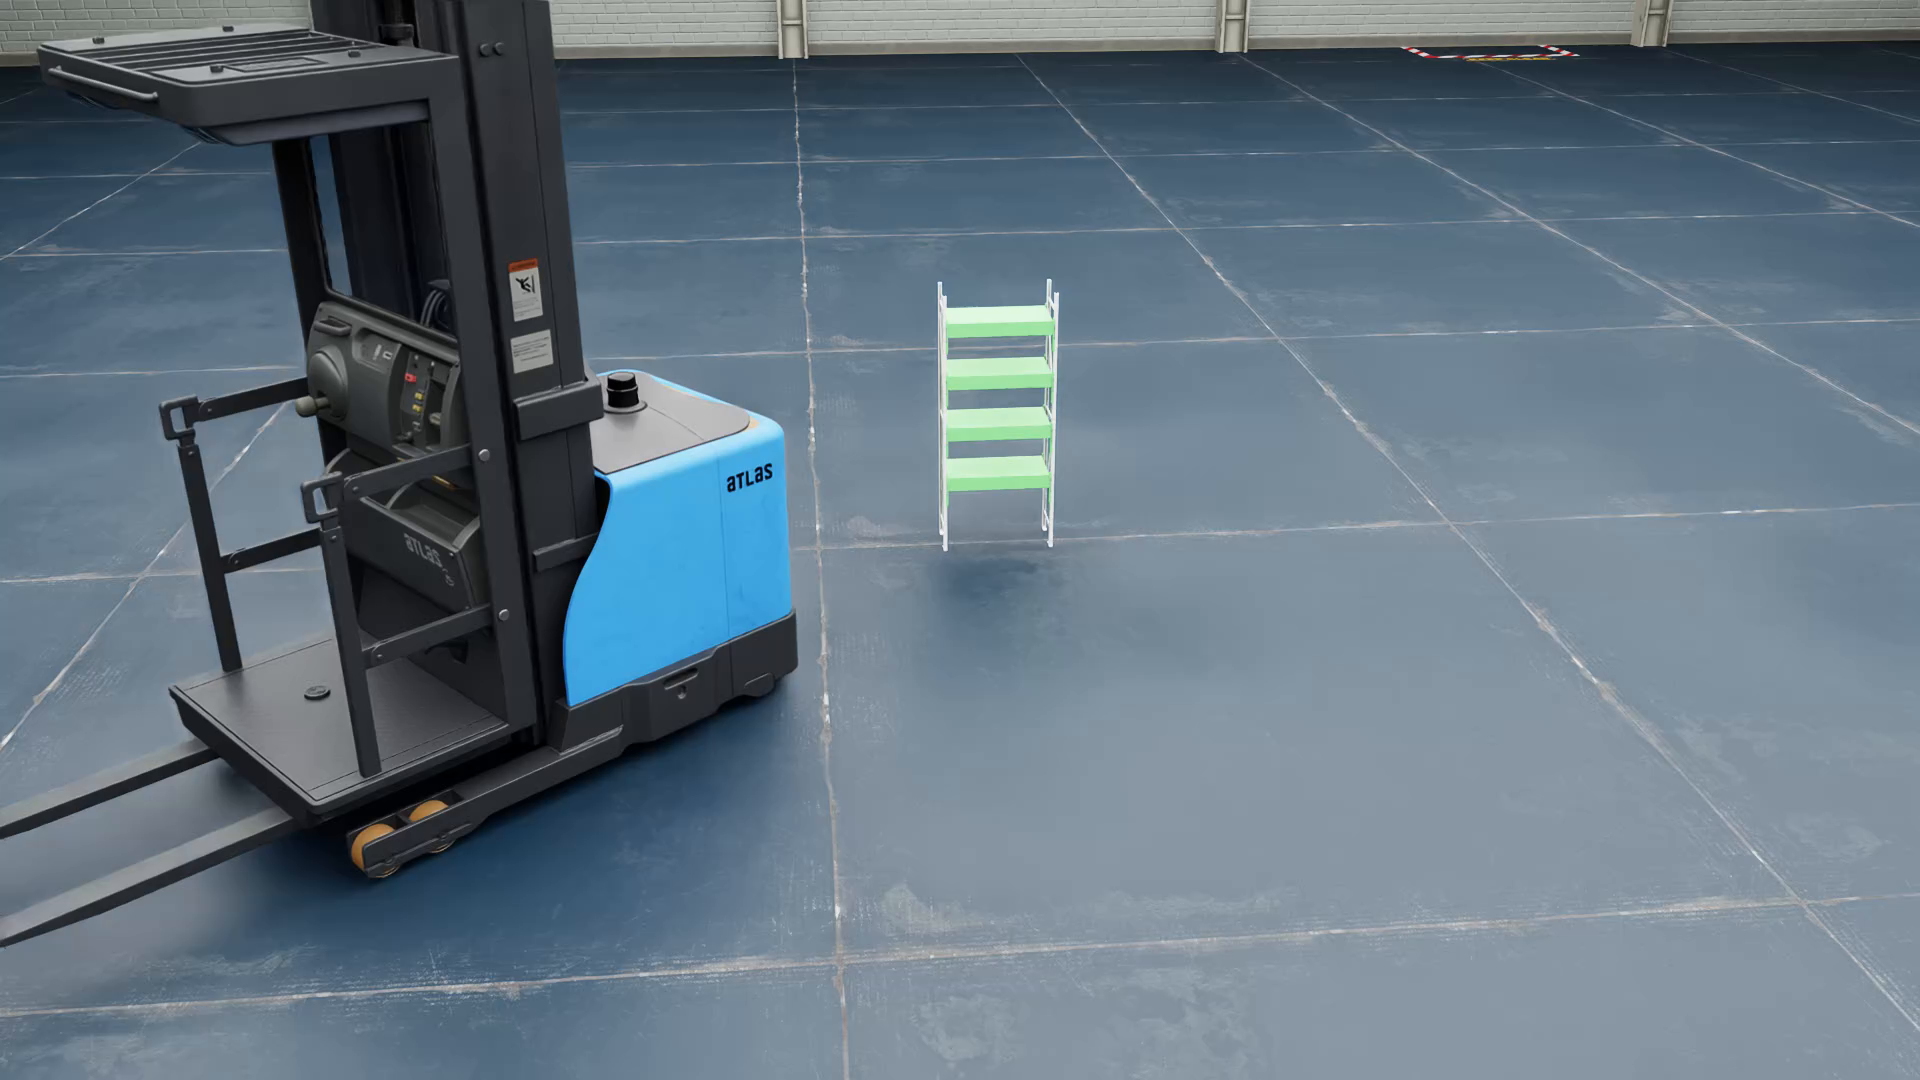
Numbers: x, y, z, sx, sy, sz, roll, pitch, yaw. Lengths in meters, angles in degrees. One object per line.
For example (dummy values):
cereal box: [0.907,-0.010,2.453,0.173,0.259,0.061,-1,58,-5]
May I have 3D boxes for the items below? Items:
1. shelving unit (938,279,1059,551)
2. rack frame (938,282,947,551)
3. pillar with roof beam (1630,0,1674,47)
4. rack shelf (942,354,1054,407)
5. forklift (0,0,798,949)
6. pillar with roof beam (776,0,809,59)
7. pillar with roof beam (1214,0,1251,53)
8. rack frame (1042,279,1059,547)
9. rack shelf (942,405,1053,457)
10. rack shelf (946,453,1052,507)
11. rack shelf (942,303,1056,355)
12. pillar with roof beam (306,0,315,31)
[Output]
shelving unit: [0.165,-0.555,7.521,0.503,1.200,0.258,-2,24,-5]
rack frame: [-0.078,-0.545,7.499,0.015,1.200,0.240,-2,24,-5]
pillar with roof beam: [10.124,-9.353,17.713,0.400,9.000,9.100,-2,24,-5]
rack shelf: [0.165,-0.716,7.450,0.480,0.148,0.258,-2,24,-5]
forklift: [-2.018,-0.495,5.255,1.130,2.935,3.031,22,32,40]
pillar with roof beam: [-1.818,-8.874,16.635,0.400,9.000,9.100,-2,24,-5]
pillar with roof beam: [4.153,-9.113,17.174,0.400,9.000,9.100,-2,24,-5]
rack frame: [0.408,-0.565,7.543,0.015,1.200,0.240,-2,24,-5]
rack shelf: [0.165,-0.496,7.547,0.480,0.148,0.258,-2,24,-5]
rack shelf: [0.165,-0.277,7.645,0.480,0.148,0.258,-2,24,-5]
rack shelf: [0.165,-0.935,7.352,0.480,0.148,0.258,-2,24,-5]
pillar with roof beam: [-7.789,-8.634,16.096,0.400,9.000,9.100,-2,24,-5]
